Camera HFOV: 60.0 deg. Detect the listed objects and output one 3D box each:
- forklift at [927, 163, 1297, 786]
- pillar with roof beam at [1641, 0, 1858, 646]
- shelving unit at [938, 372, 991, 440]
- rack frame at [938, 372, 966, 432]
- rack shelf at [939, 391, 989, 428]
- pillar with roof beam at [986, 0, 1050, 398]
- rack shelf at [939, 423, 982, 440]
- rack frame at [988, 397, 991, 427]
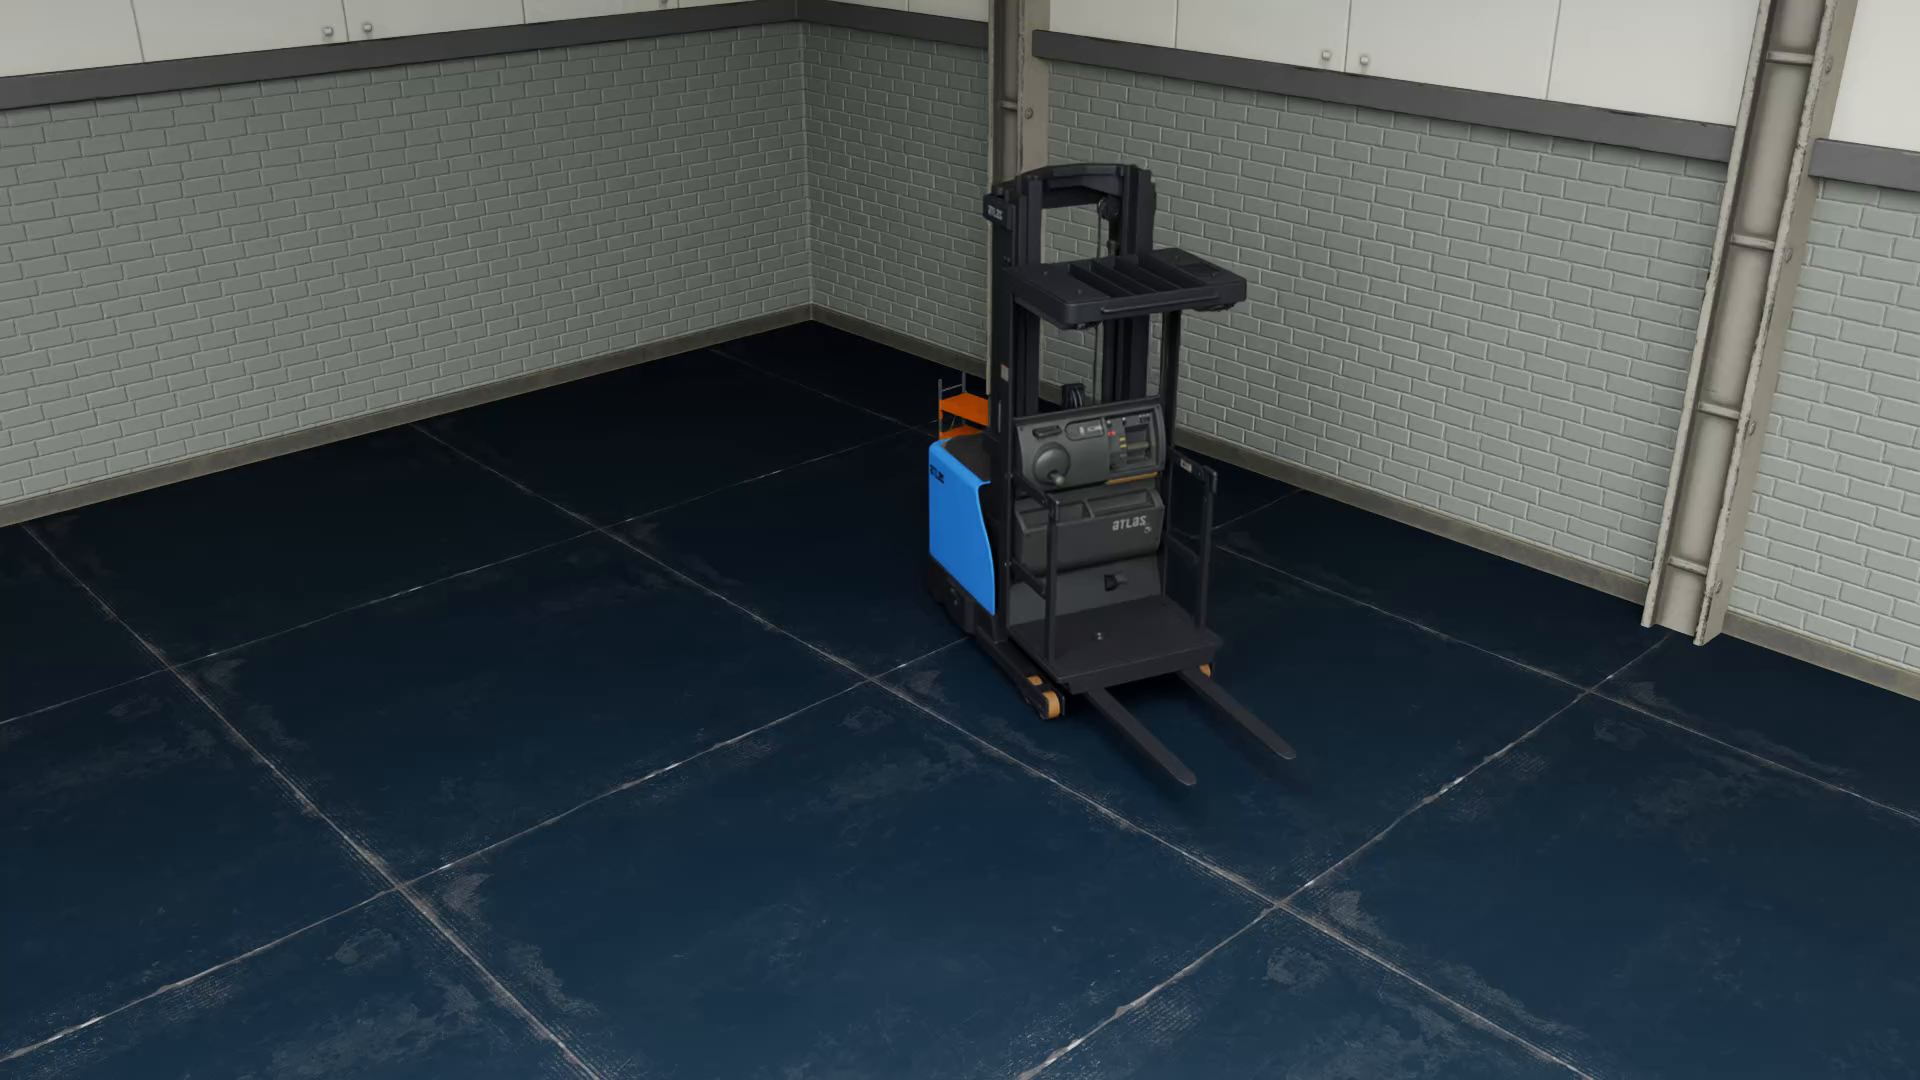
[{"bbox_3d":[0.847,-0.511,9.338,1.130,2.935,3.031,-11,27,-22],"label":"forklift"},{"bbox_3d":[1.428,-2.318,5.989,9.100,9.000,0.400,-21,32,-38],"label":"pillar with roof beam"},{"bbox_3d":[0.113,-0.496,11.391,0.258,1.200,0.503,-21,32,-38],"label":"shelving unit"},{"bbox_3d":[-0.054,-0.570,11.553,0.240,1.200,0.015,-21,32,-38],"label":"rack frame"},{"bbox_3d":[0.113,-0.853,11.228,0.258,0.148,0.480,-21,32,-38],"label":"rack shelf"},{"bbox_3d":[-2.673,-4.136,9.973,9.100,9.000,0.400,-21,32,-38],"label":"pillar with roof beam"},{"bbox_3d":[0.113,-0.638,11.326,0.258,0.148,0.480,-21,32,-38],"label":"rack shelf"},{"bbox_3d":[0.280,-0.422,11.229,0.240,1.200,0.015,-21,32,-38],"label":"rack frame"}]
